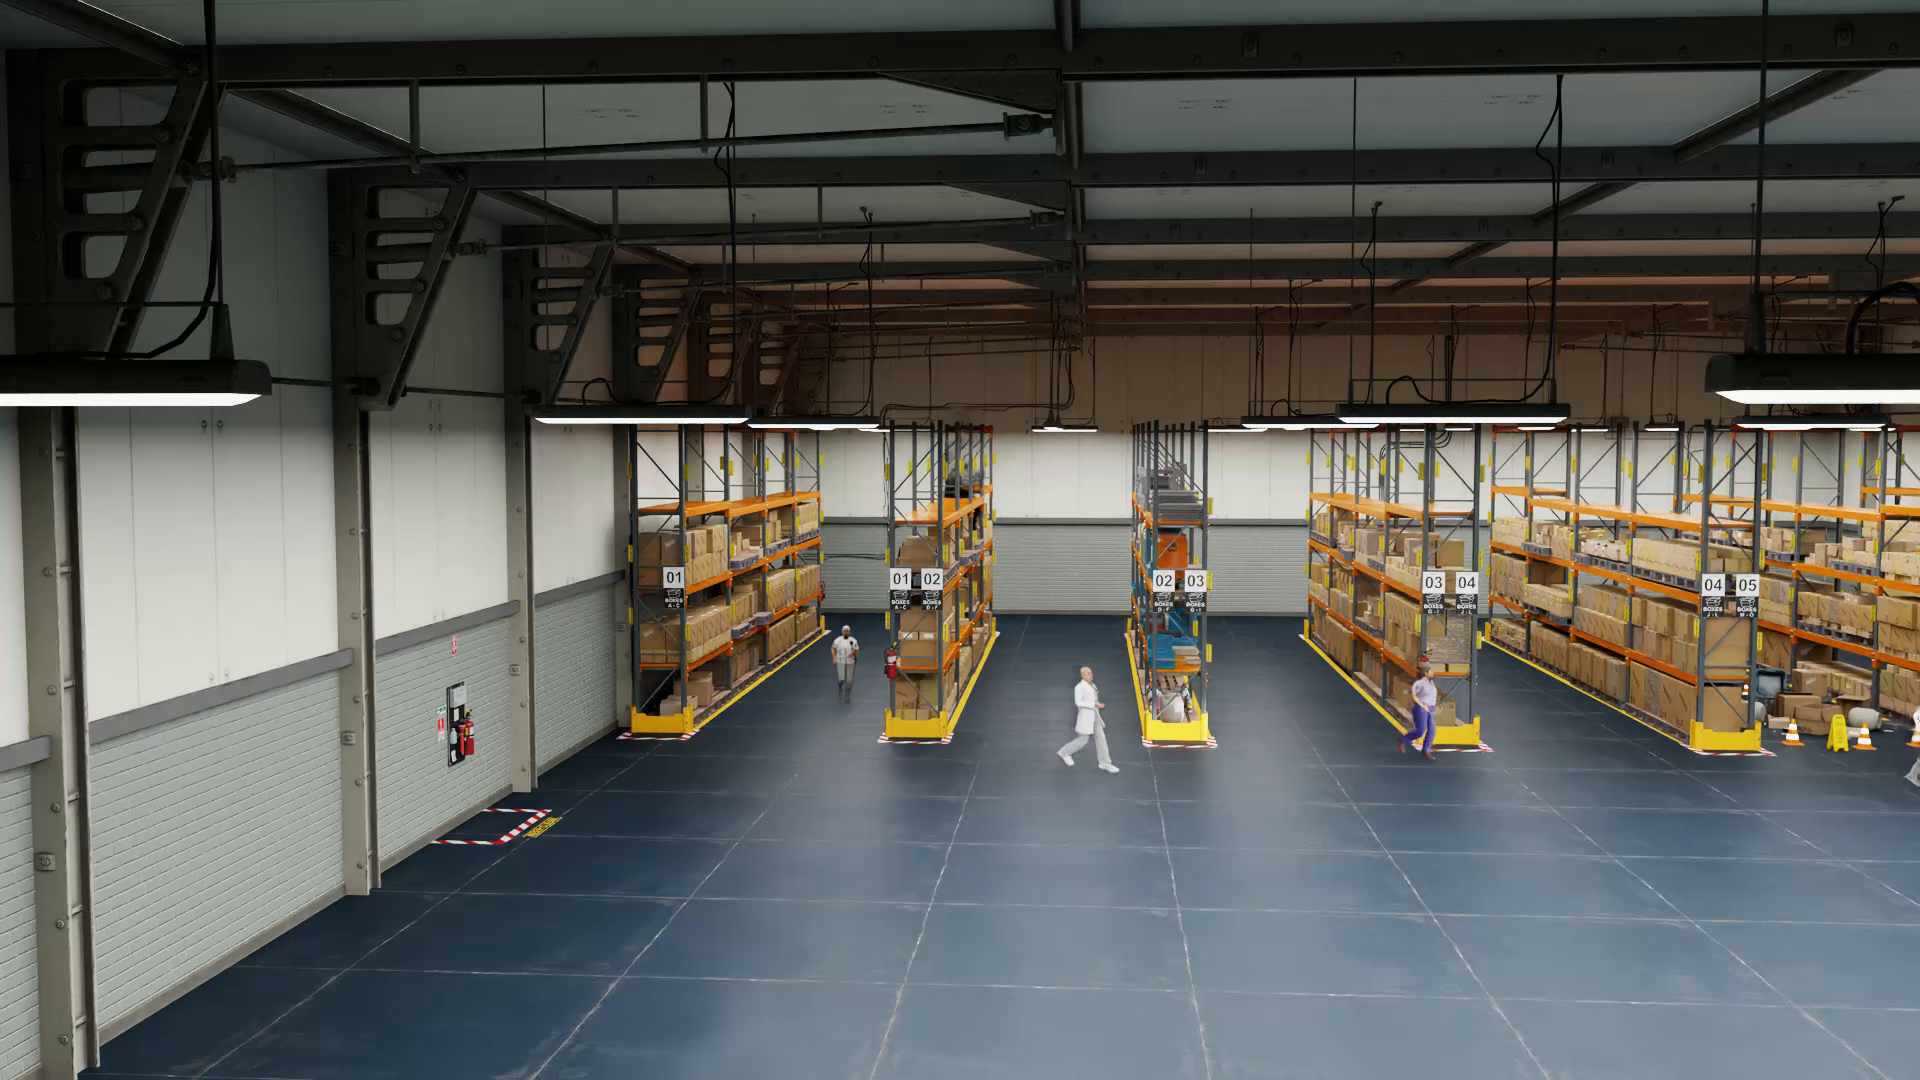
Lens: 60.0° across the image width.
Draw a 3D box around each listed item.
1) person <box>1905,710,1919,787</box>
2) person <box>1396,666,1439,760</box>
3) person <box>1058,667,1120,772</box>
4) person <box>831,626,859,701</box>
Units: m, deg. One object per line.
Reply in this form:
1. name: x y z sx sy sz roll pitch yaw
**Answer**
1. person: 15.561 3.187 26.553 0.582 1.739 0.848 -3 5 -40
2. person: 8.248 3.050 29.617 0.694 1.610 0.723 -3 5 -42
3. person: 2.189 3.035 28.273 1.110 1.764 0.724 2 4 33
4. person: -2.449 2.648 35.570 0.590 1.626 0.590 0 4 -8
